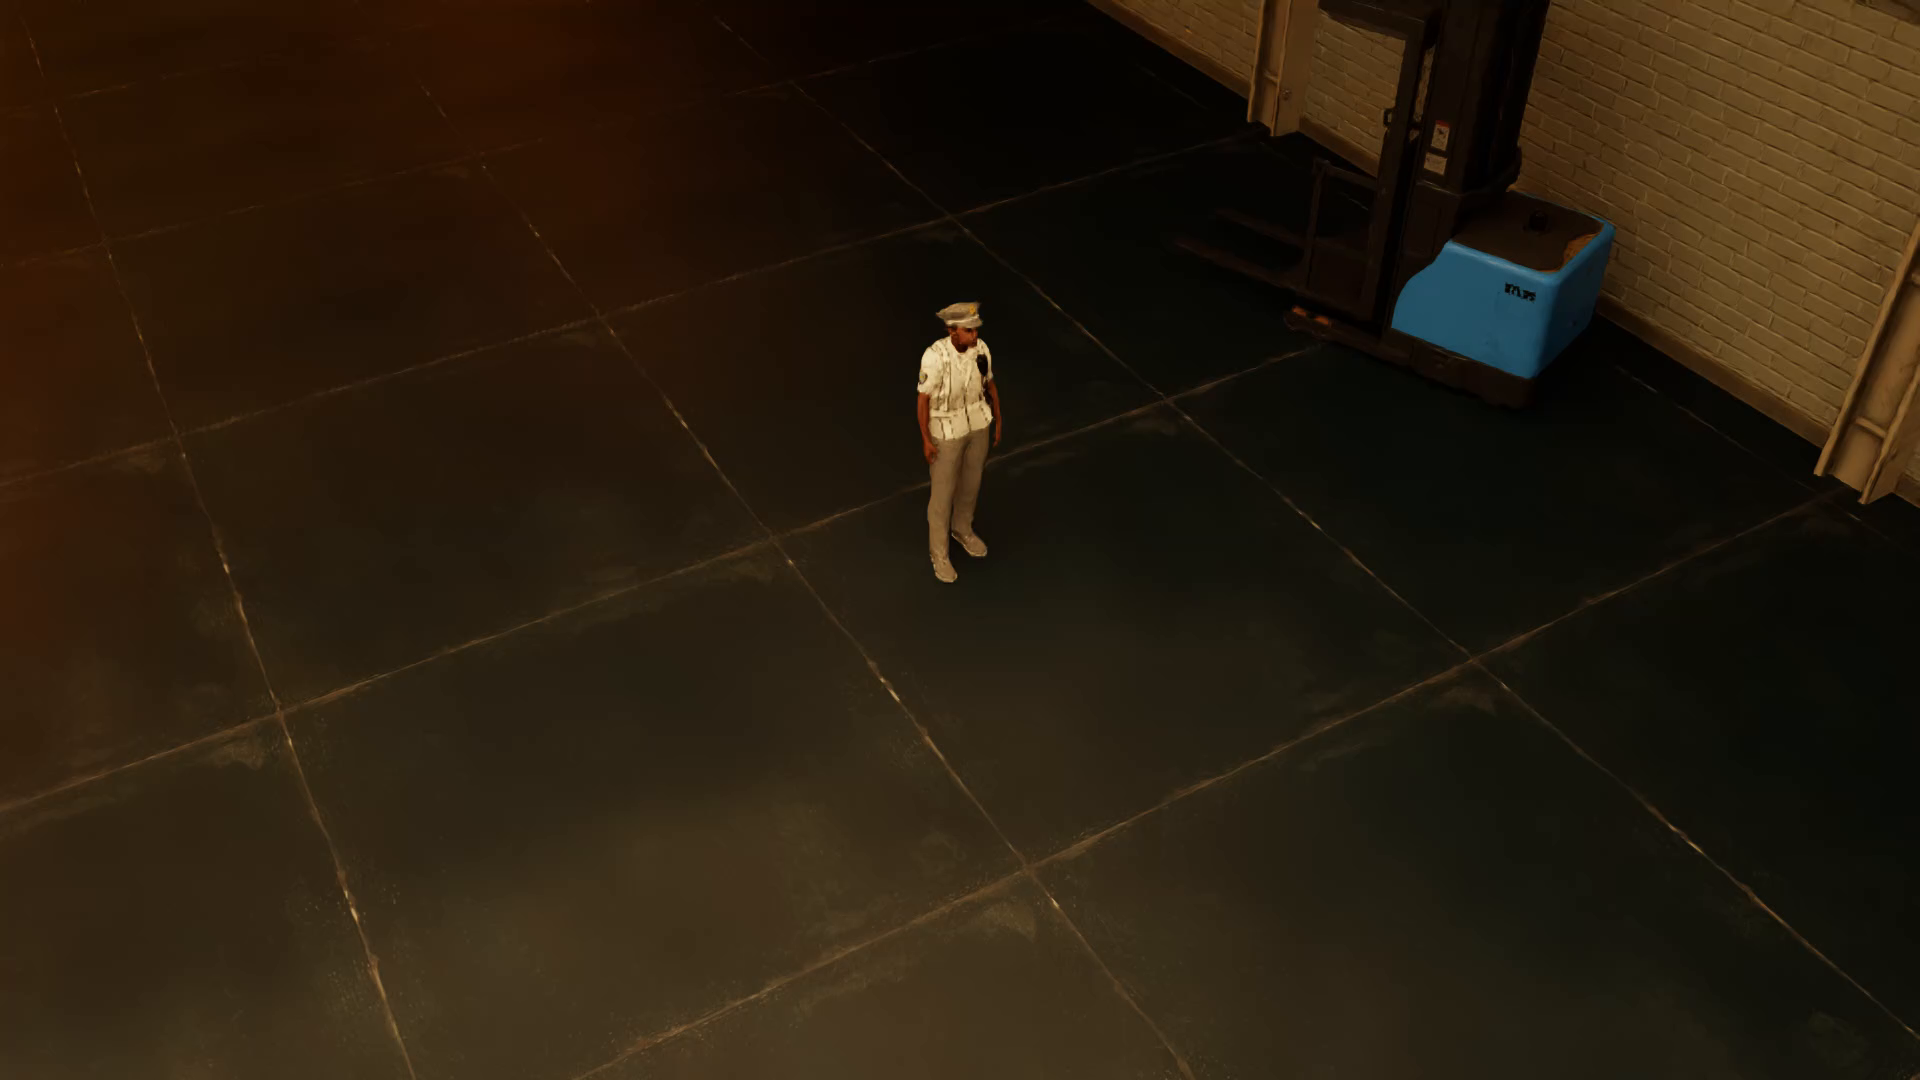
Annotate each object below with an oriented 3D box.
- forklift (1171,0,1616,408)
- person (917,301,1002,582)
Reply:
[{"bbox_3d":[2.995,-2.814,11.429,3.031,2.935,1.130,28,47,30],"label":"forklift"},{"bbox_3d":[0.021,-0.609,9.729,0.570,1.693,0.529,-20,44,-23],"label":"person"}]
